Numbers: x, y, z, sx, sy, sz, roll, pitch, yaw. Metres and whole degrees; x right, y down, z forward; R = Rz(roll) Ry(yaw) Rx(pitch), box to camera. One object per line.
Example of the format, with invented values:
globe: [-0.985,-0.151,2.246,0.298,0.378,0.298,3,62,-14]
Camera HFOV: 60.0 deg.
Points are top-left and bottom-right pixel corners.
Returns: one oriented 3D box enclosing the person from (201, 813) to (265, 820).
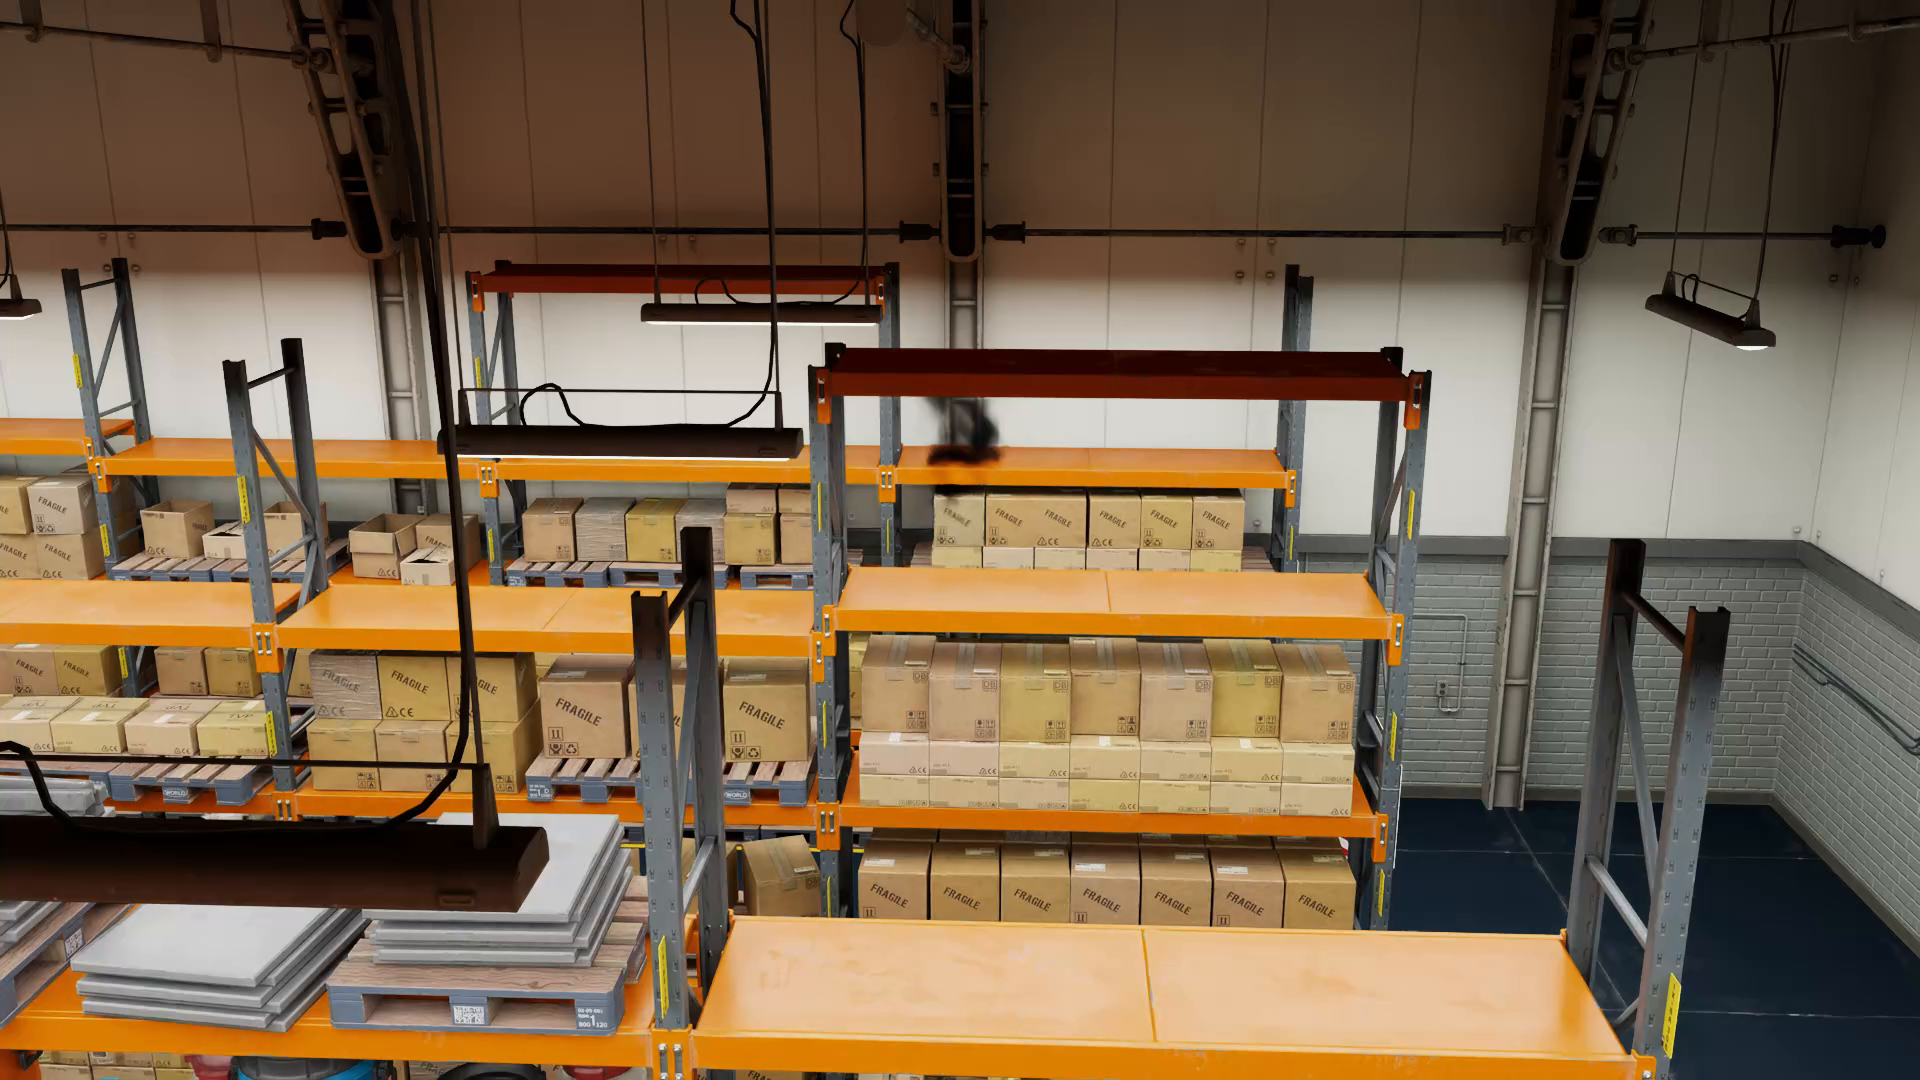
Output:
person: [-6.645,2.953,15.208,0.919,1.831,0.678,-3,16,-9]
